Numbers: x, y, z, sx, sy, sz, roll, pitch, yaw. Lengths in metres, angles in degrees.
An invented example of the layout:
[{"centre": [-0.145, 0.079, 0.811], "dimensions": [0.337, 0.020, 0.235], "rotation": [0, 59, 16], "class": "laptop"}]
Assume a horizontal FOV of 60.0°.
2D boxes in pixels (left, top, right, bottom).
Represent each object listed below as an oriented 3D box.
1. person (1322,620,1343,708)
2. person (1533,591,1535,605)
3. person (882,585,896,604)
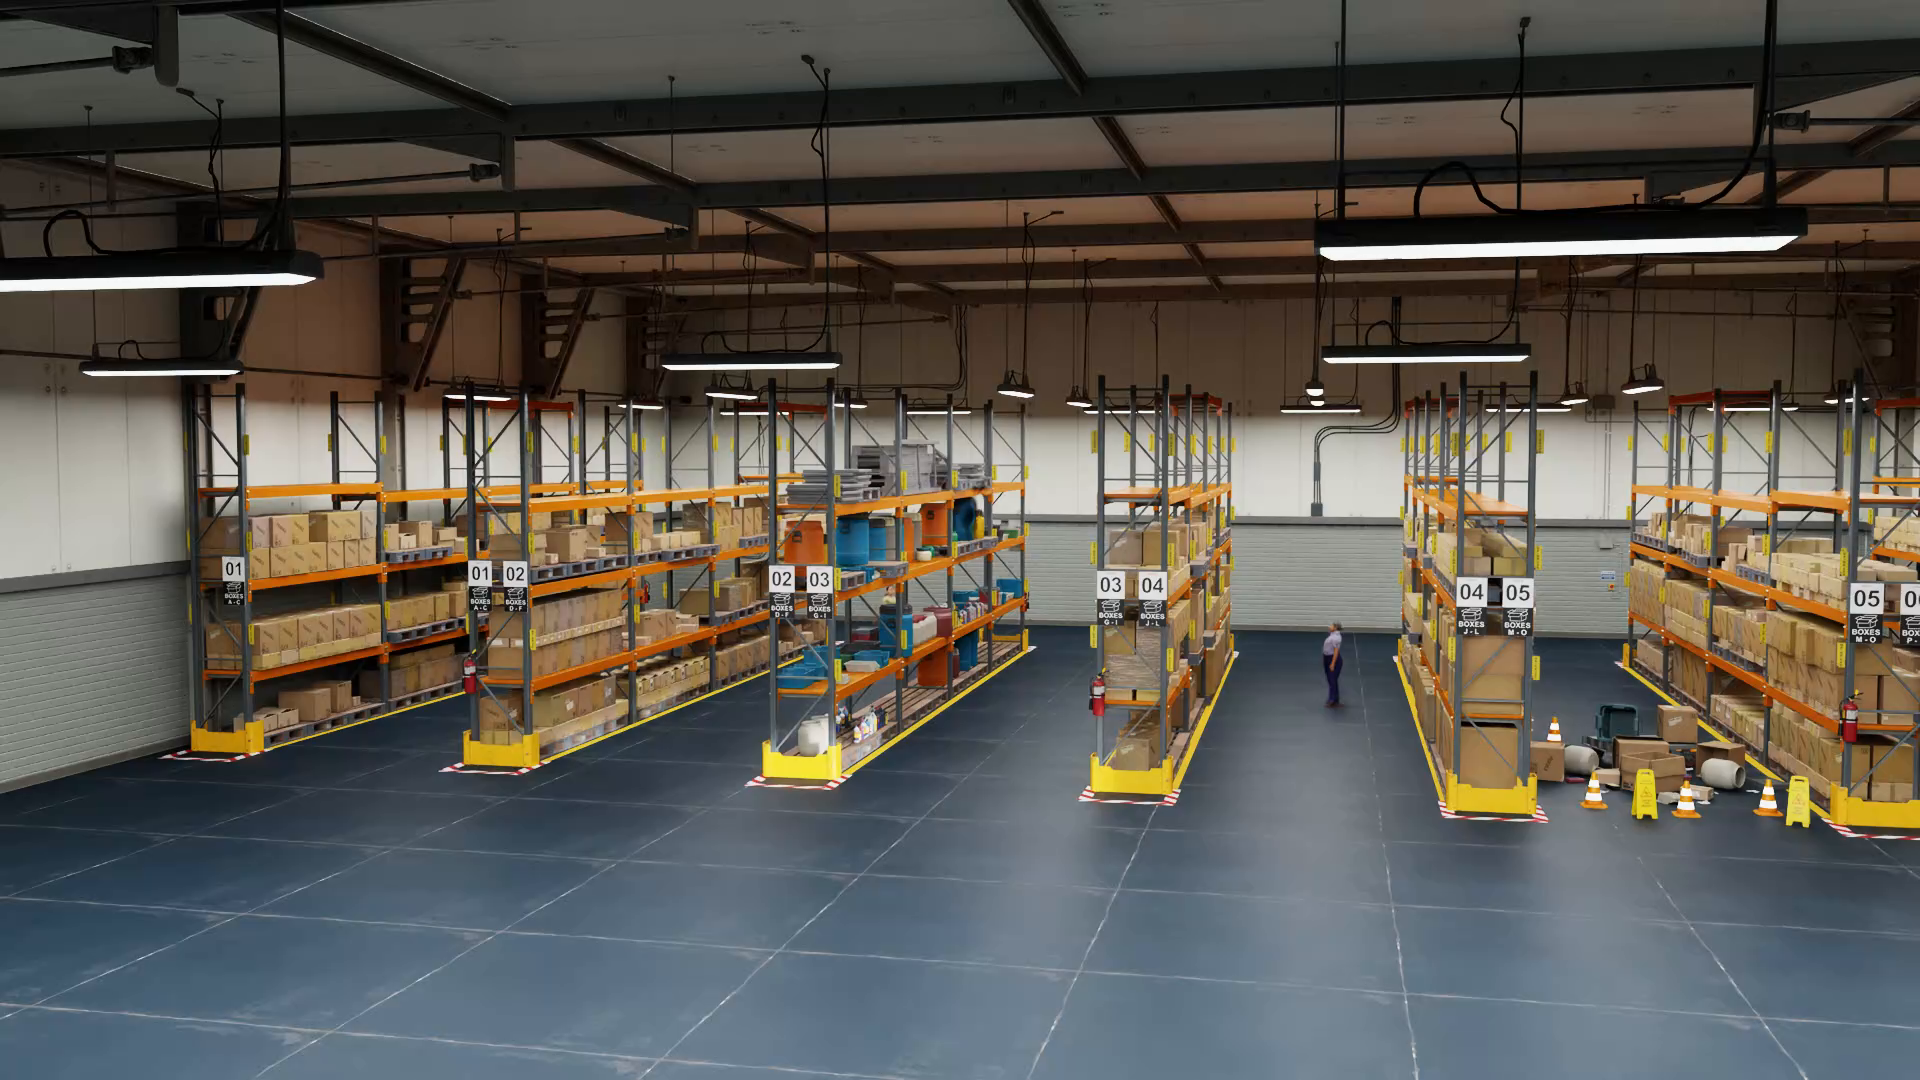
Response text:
[{"centre": [7.122, 2.370, 31.911], "dimensions": [0.502, 1.664, 0.491], "rotation": [-1, 3, -18], "class": "person"}, {"centre": [13.985, 1.745, 41.379], "dimensions": [0.590, 1.782, 0.571], "rotation": [2, 4, 28], "class": "person"}, {"centre": [-1.576, 1.911, 39.564], "dimensions": [0.569, 1.673, 0.484], "rotation": [2, 4, 32], "class": "person"}]
